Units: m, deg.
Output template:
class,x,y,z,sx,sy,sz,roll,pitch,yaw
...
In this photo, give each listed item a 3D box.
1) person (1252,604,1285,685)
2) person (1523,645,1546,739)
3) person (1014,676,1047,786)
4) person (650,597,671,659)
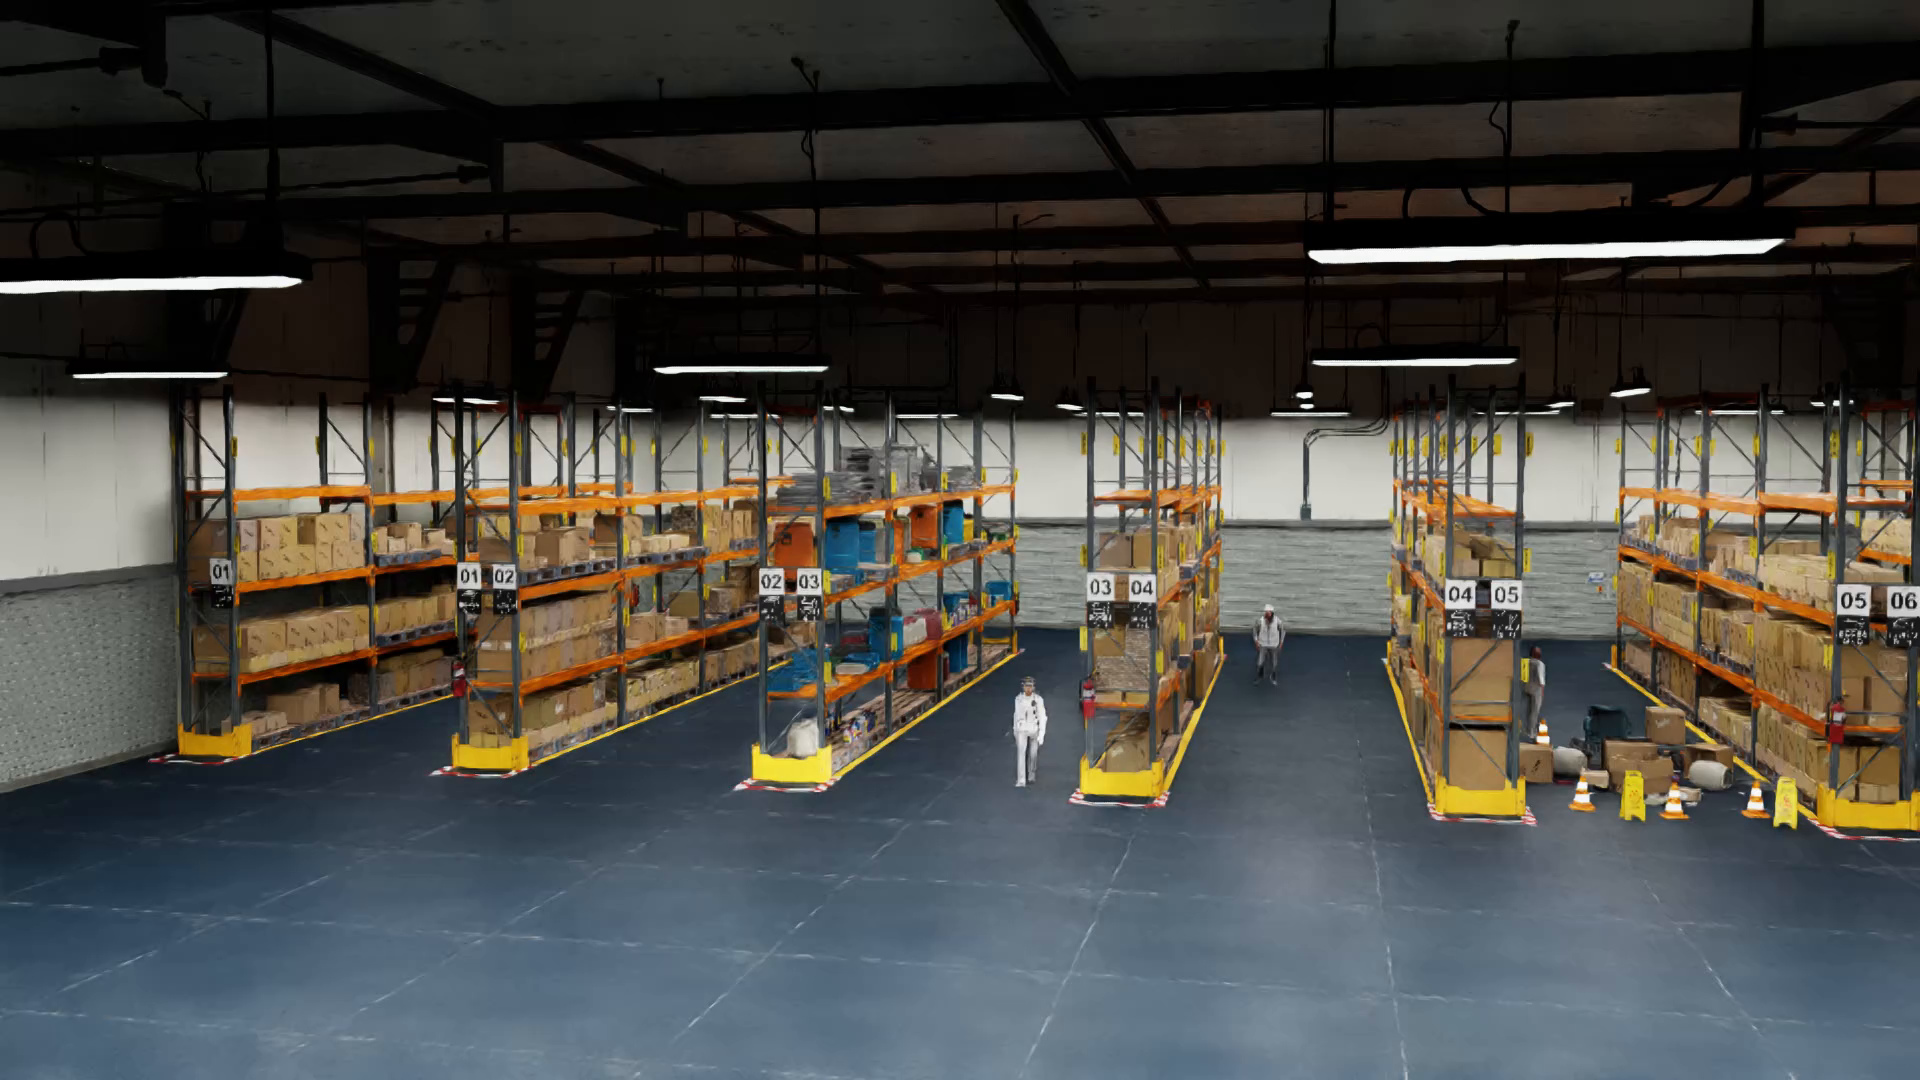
class,x,y,z,sx,sy,sz,roll,pitch,yaw
person,6.473,2.195,34.899,0.677,1.725,0.574,1,3,10
person,9.851,2.599,28.449,0.406,1.600,0.468,-1,3,-18
person,1.027,2.800,24.502,0.502,1.609,1.027,0,3,6
person,-6.601,2.084,36.746,0.677,1.742,0.552,1,3,12
